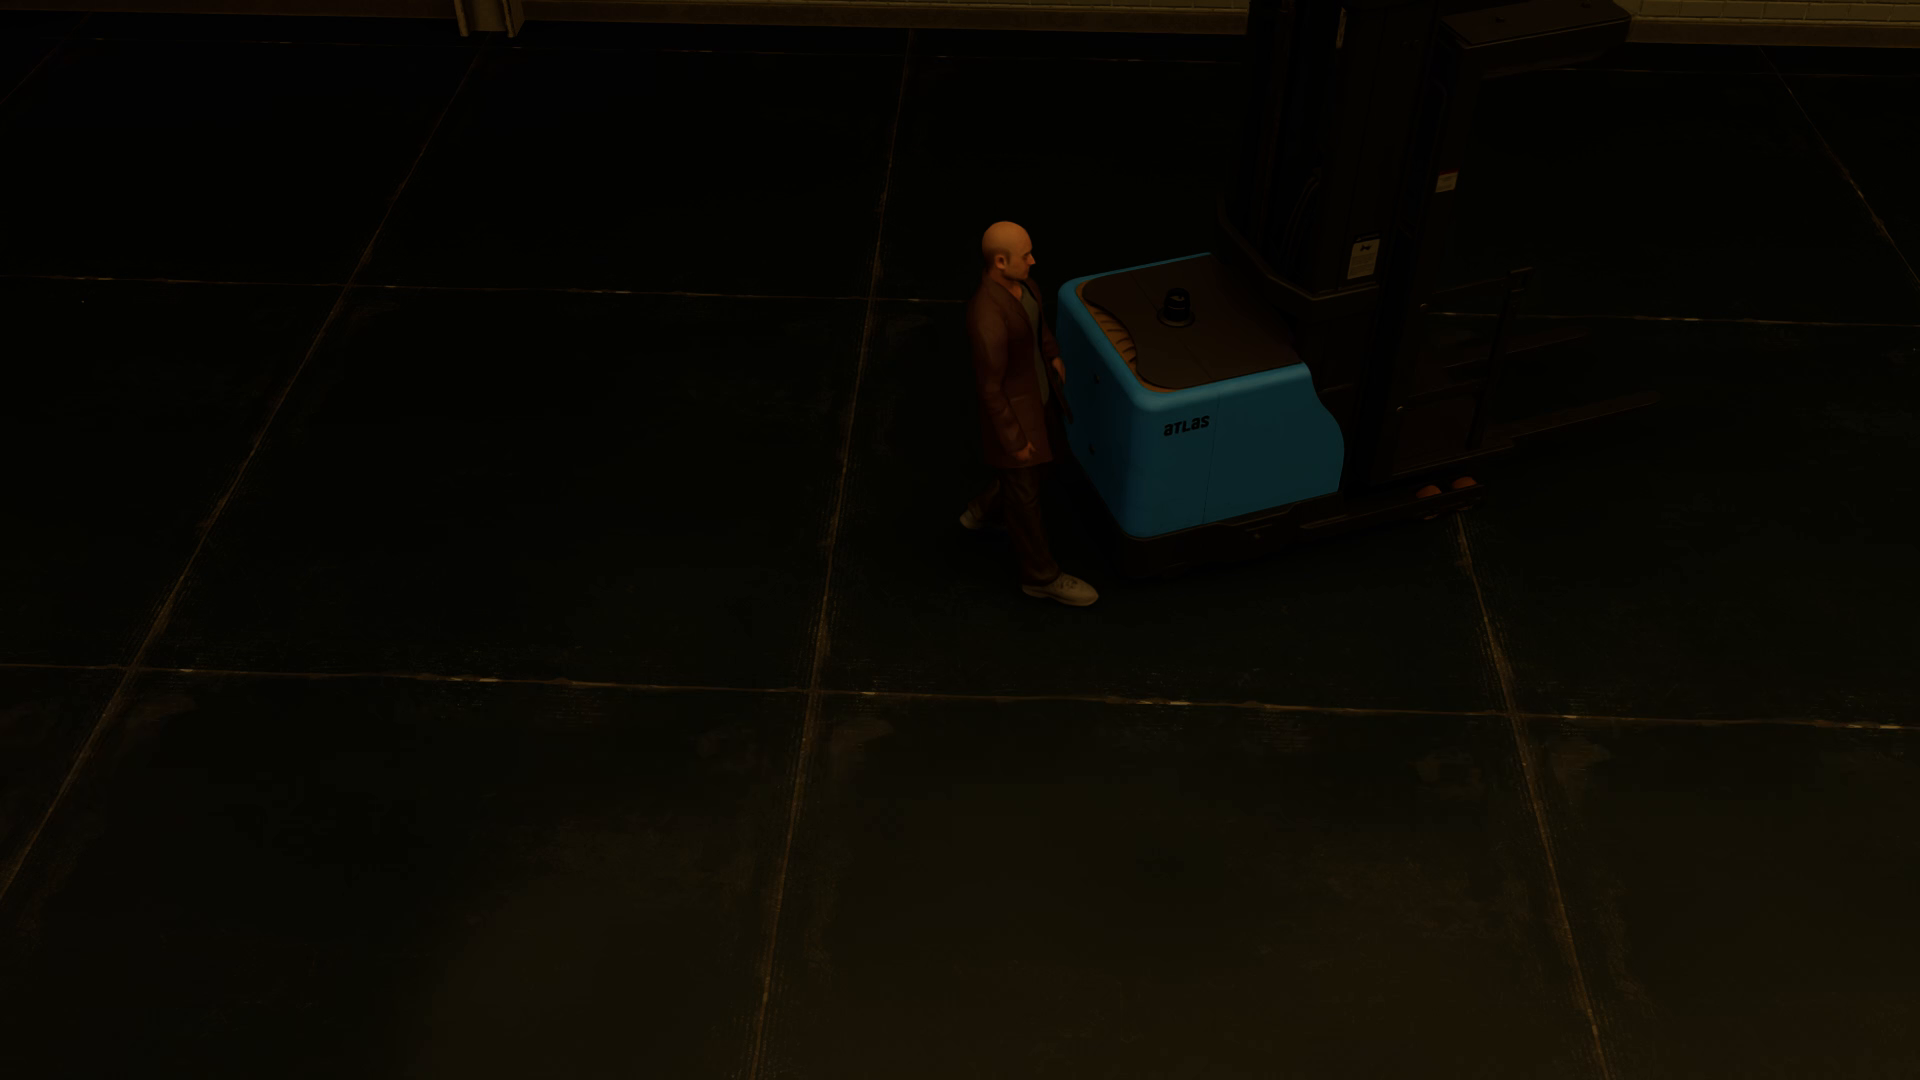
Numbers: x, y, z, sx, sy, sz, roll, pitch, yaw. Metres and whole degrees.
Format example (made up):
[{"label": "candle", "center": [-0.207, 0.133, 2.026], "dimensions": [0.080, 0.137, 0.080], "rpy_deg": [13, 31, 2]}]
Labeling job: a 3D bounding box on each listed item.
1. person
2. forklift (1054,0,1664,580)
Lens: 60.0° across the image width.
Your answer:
[{"label": "person", "center": [0.375, -0.593, 7.295], "dimensions": [0.757, 1.723, 0.763], "rpy_deg": [14, 44, 15]}, {"label": "forklift", "center": [2.007, -1.504, 7.390], "dimensions": [3.031, 2.935, 1.130], "rpy_deg": [-13, 44, -14]}]
